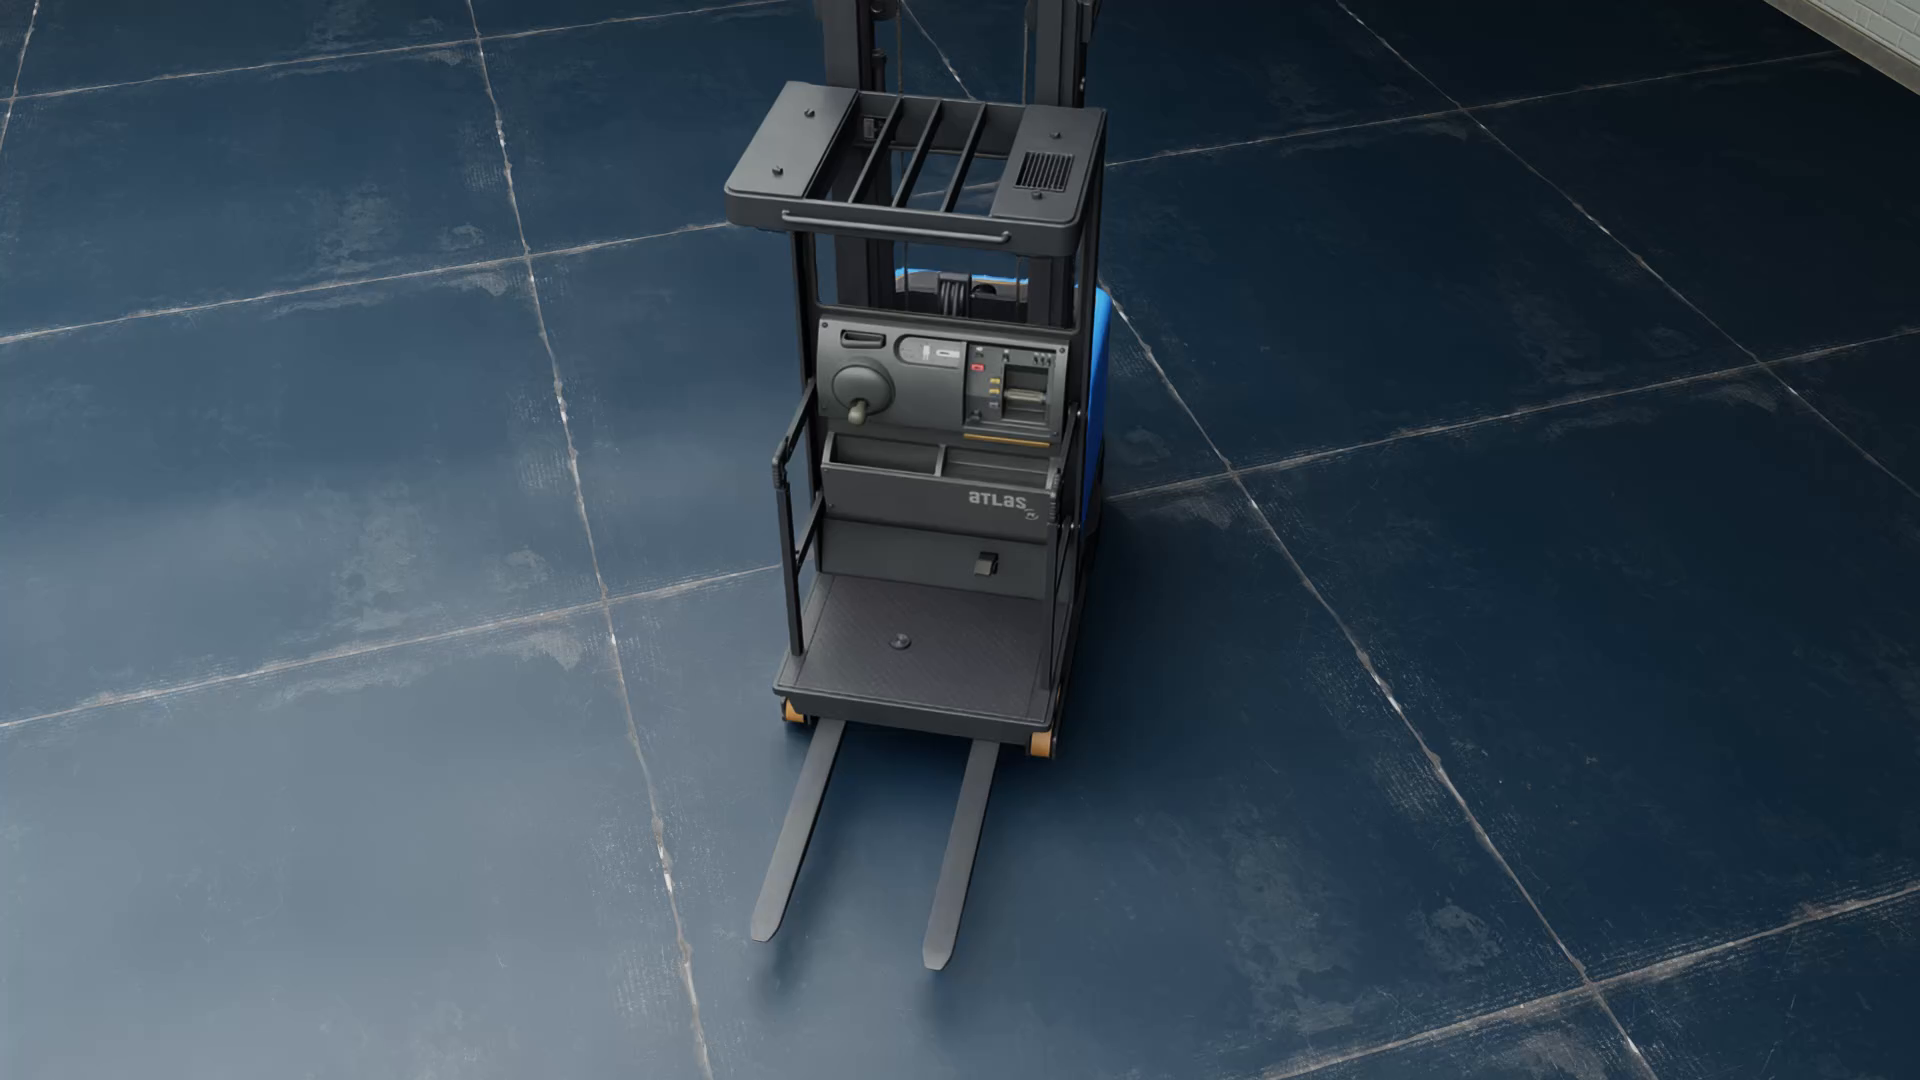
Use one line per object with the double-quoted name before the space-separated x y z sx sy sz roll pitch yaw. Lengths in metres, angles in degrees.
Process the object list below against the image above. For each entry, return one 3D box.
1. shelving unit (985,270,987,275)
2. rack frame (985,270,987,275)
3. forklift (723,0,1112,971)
"shelving unit" 0.204 -0.813 7.846 0.210 0.900 0.258 6 42 7
"rack frame" 0.104 -0.824 7.859 0.006 0.900 0.240 6 42 7
"forklift" -0.106 -0.506 5.950 1.130 2.935 3.031 7 42 8
